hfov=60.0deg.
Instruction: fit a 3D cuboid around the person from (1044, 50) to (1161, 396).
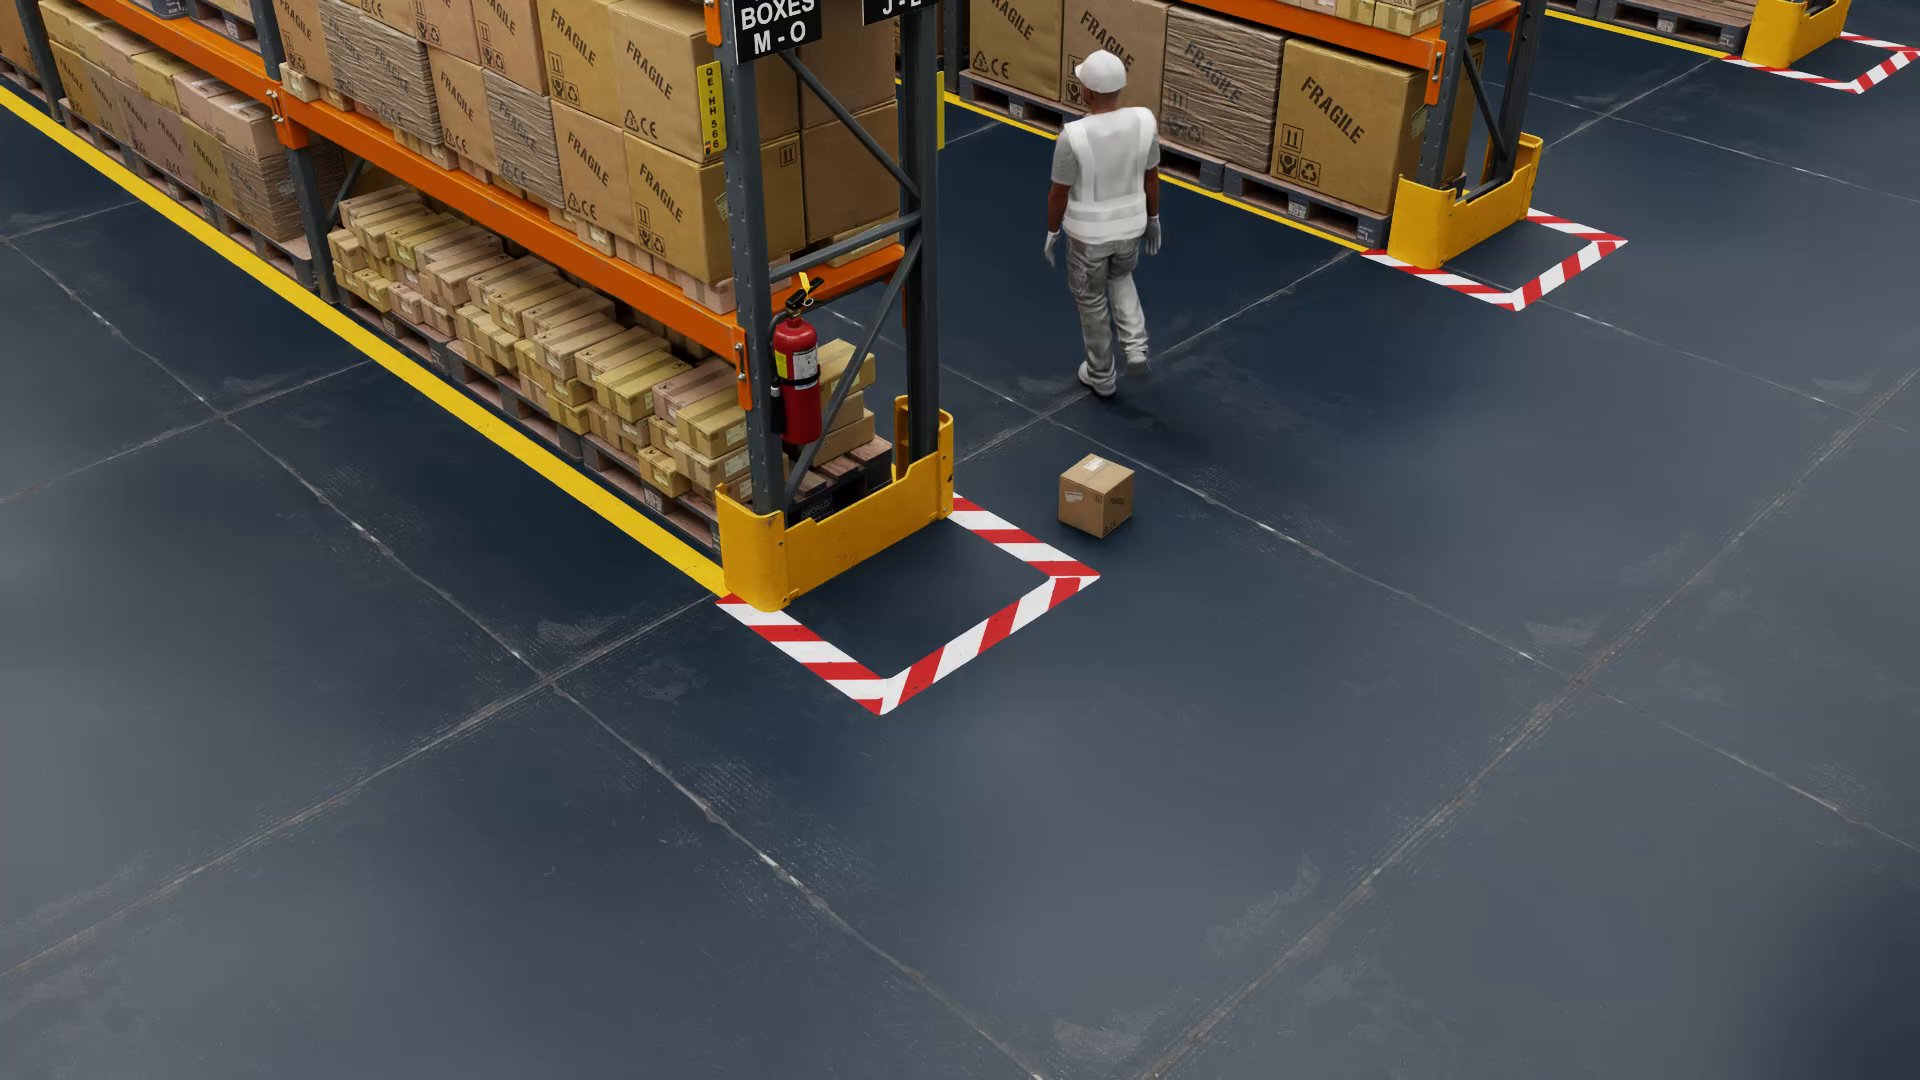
[{"bbox_3d":[0.708,-1.547,8.266,0.597,1.777,0.470,-13,37,-18],"label":"person"}]
